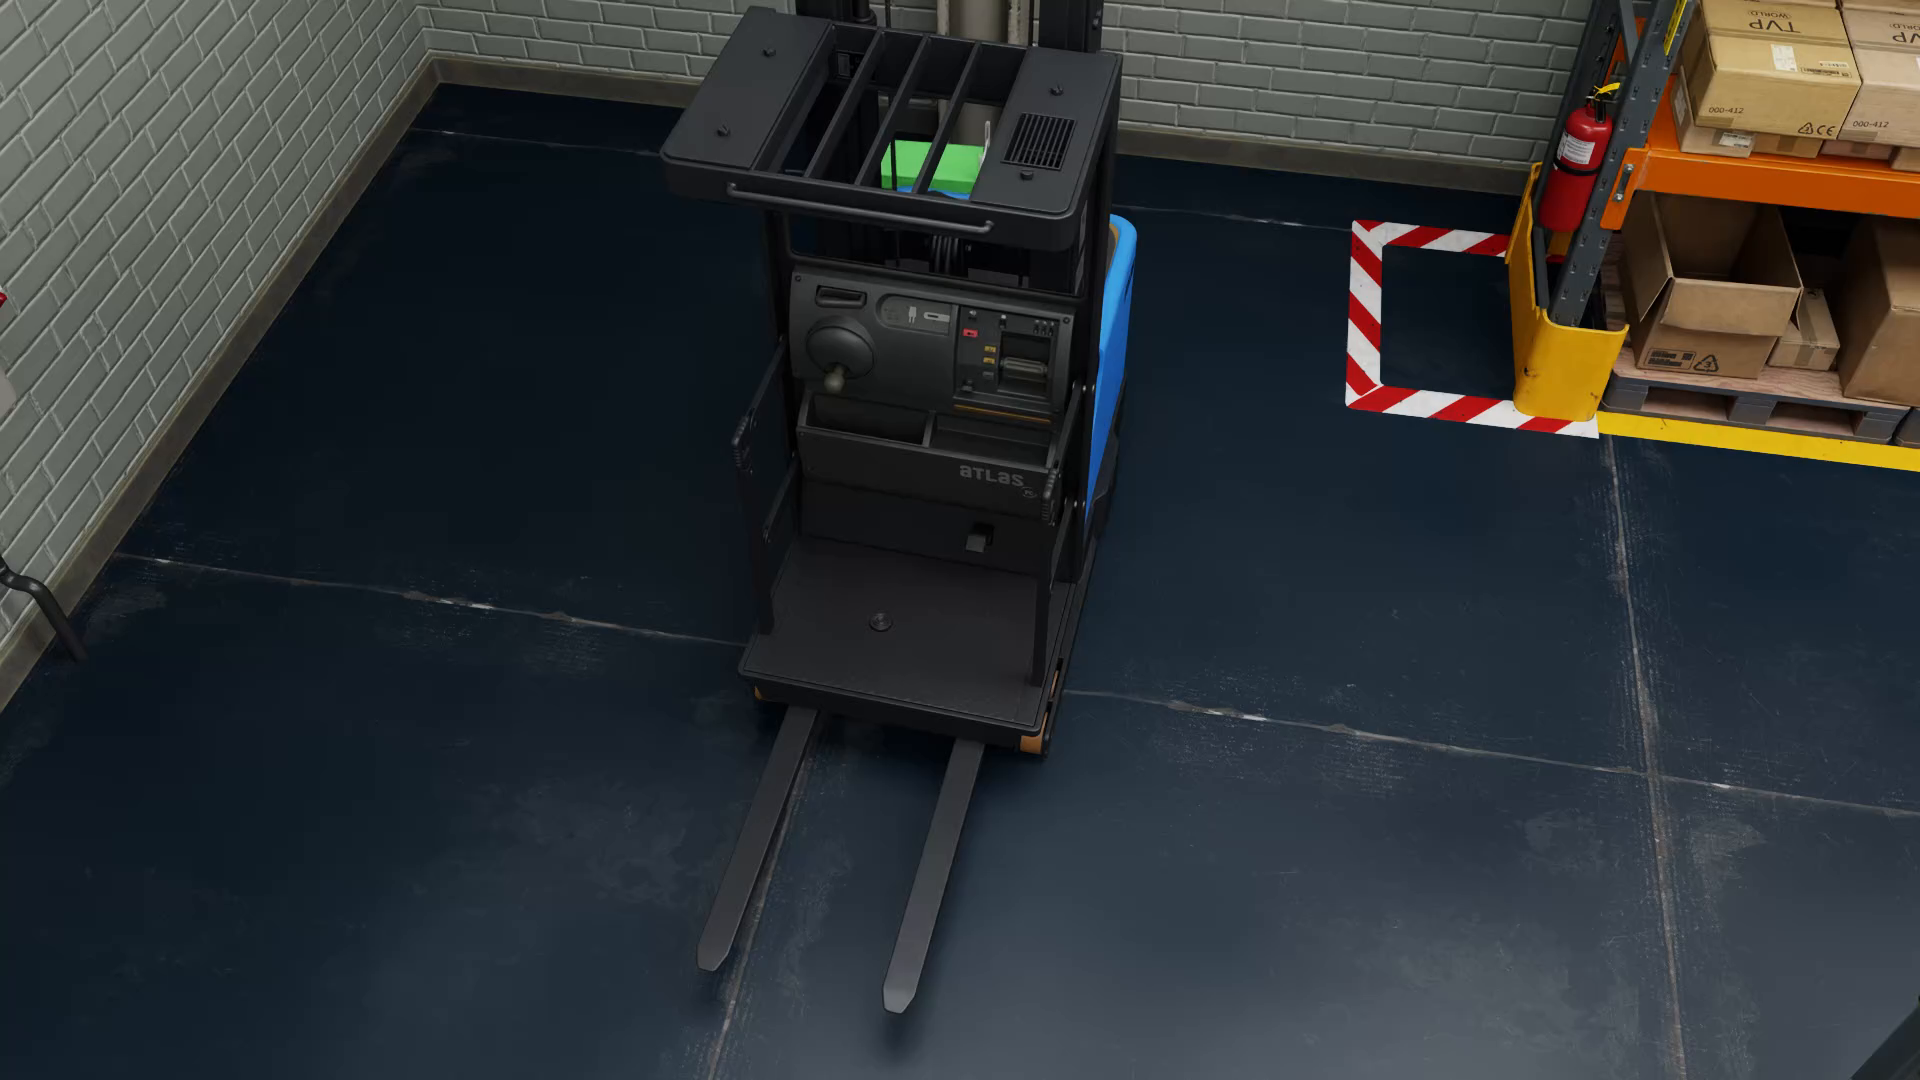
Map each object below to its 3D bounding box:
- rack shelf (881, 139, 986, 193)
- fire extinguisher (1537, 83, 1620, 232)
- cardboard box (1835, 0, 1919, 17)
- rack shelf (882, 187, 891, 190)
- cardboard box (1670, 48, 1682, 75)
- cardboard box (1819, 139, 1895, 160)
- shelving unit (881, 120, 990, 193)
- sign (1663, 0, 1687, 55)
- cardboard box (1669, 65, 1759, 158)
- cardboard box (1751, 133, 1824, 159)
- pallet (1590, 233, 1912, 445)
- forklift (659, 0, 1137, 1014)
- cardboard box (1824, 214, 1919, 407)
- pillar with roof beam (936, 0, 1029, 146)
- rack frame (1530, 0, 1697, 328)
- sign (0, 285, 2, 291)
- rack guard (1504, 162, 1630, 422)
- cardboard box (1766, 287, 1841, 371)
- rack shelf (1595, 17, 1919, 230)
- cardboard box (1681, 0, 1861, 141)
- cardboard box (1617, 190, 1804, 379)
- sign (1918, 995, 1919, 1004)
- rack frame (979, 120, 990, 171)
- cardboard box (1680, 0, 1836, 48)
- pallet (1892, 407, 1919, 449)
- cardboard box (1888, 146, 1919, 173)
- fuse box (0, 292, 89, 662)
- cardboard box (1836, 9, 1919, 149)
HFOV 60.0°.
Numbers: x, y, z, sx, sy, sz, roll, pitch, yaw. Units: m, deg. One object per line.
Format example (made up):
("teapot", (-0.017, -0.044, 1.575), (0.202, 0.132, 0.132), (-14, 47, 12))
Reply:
("rack shelf", (-0.145, -1.479, 6.685), (0.480, 0.148, 0.258), (5, 48, 5))
("fire extinguisher", (2.376, -1.496, 6.352), (0.183, 0.674, 0.296), (8, 49, 7))
("cardboard box", (3.610, -2.079, 6.474), (0.500, 0.250, 0.500), (8, 49, 7))
("rack shelf", (-0.145, -1.318, 6.863), (0.480, 0.148, 0.258), (5, 48, 5))
("cardboard box", (2.977, -2.034, 6.702), (0.250, 0.149, 0.380), (7, 48, 6))
("cardboard box", (3.401, -1.628, 6.337), (0.250, 0.149, 0.380), (7, 48, 6))
("shelving unit", (-0.145, -1.201, 6.994), (0.503, 1.200, 0.258), (5, 48, 5))
("sign", (2.507, -1.857, 5.792), (0.005, 0.325, 0.100), (8, 49, 7))
("cardboard box", (2.878, -1.637, 6.345), (0.250, 0.149, 0.380), (7, 48, 7))
("cardboard box", (3.136, -1.637, 6.345), (0.250, 0.149, 0.380), (9, 49, 8))
("pallet", (3.462, -0.918, 7.405), (1.213, 0.211, 1.003), (8, 49, 7))
("forklift", (-0.147, -0.525, 5.224), (1.130, 2.935, 3.031), (10, 49, 9))
("cardboard box", (4.022, -0.978, 6.982), (0.500, 0.500, 0.700), (9, 49, 8))
("pillar with roof beam", (-0.656, -1.835, 2.321), (0.400, 9.000, 9.100), (8, 49, 7))
("rack frame", (2.603, -1.965, 6.471), (0.127, 3.000, 1.000), (8, 49, 7))
("sign", (-3.428, -0.936, 5.610), (0.001, 0.494, 0.329), (8, 49, 7))
("rack guard", (2.678, -1.119, 7.392), (0.348, 0.500, 1.175), (8, 49, 7))
("cardboard box", (3.599, -0.917, 7.164), (0.250, 0.149, 0.380), (6, 48, 5))
("rack shelf", (4.571, -1.460, 6.501), (4.000, 0.370, 1.077), (8, 49, 7))
("cardboard box", (3.002, -1.757, 6.185), (0.500, 0.250, 0.500), (8, 49, 7))
("cardboard box", (3.188, -1.121, 7.108), (0.637, 0.503, 0.797), (6, 48, 5))
("sign", (1.834, 0.807, 3.042), (0.005, 0.325, 0.100), (8, 49, 7))
("rack frame", (0.097, -1.178, 6.973), (0.015, 1.200, 0.240), (5, 48, 5))
("cardboard box", (3.103, -2.148, 6.536), (0.500, 0.250, 0.500), (9, 49, 8))
("pallet", (4.659, -0.755, 7.259), (1.213, 0.211, 1.003), (8, 49, 7))
("cardboard box", (3.639, -1.549, 6.266), (0.250, 0.149, 0.380), (9, 49, 8))
("fuse box", (-3.312, -0.148, 5.704), (0.414, 1.711, 0.539), (8, 49, 7))
("cardboard box", (3.498, -1.690, 6.125), (0.500, 0.250, 0.500), (8, 49, 7))
